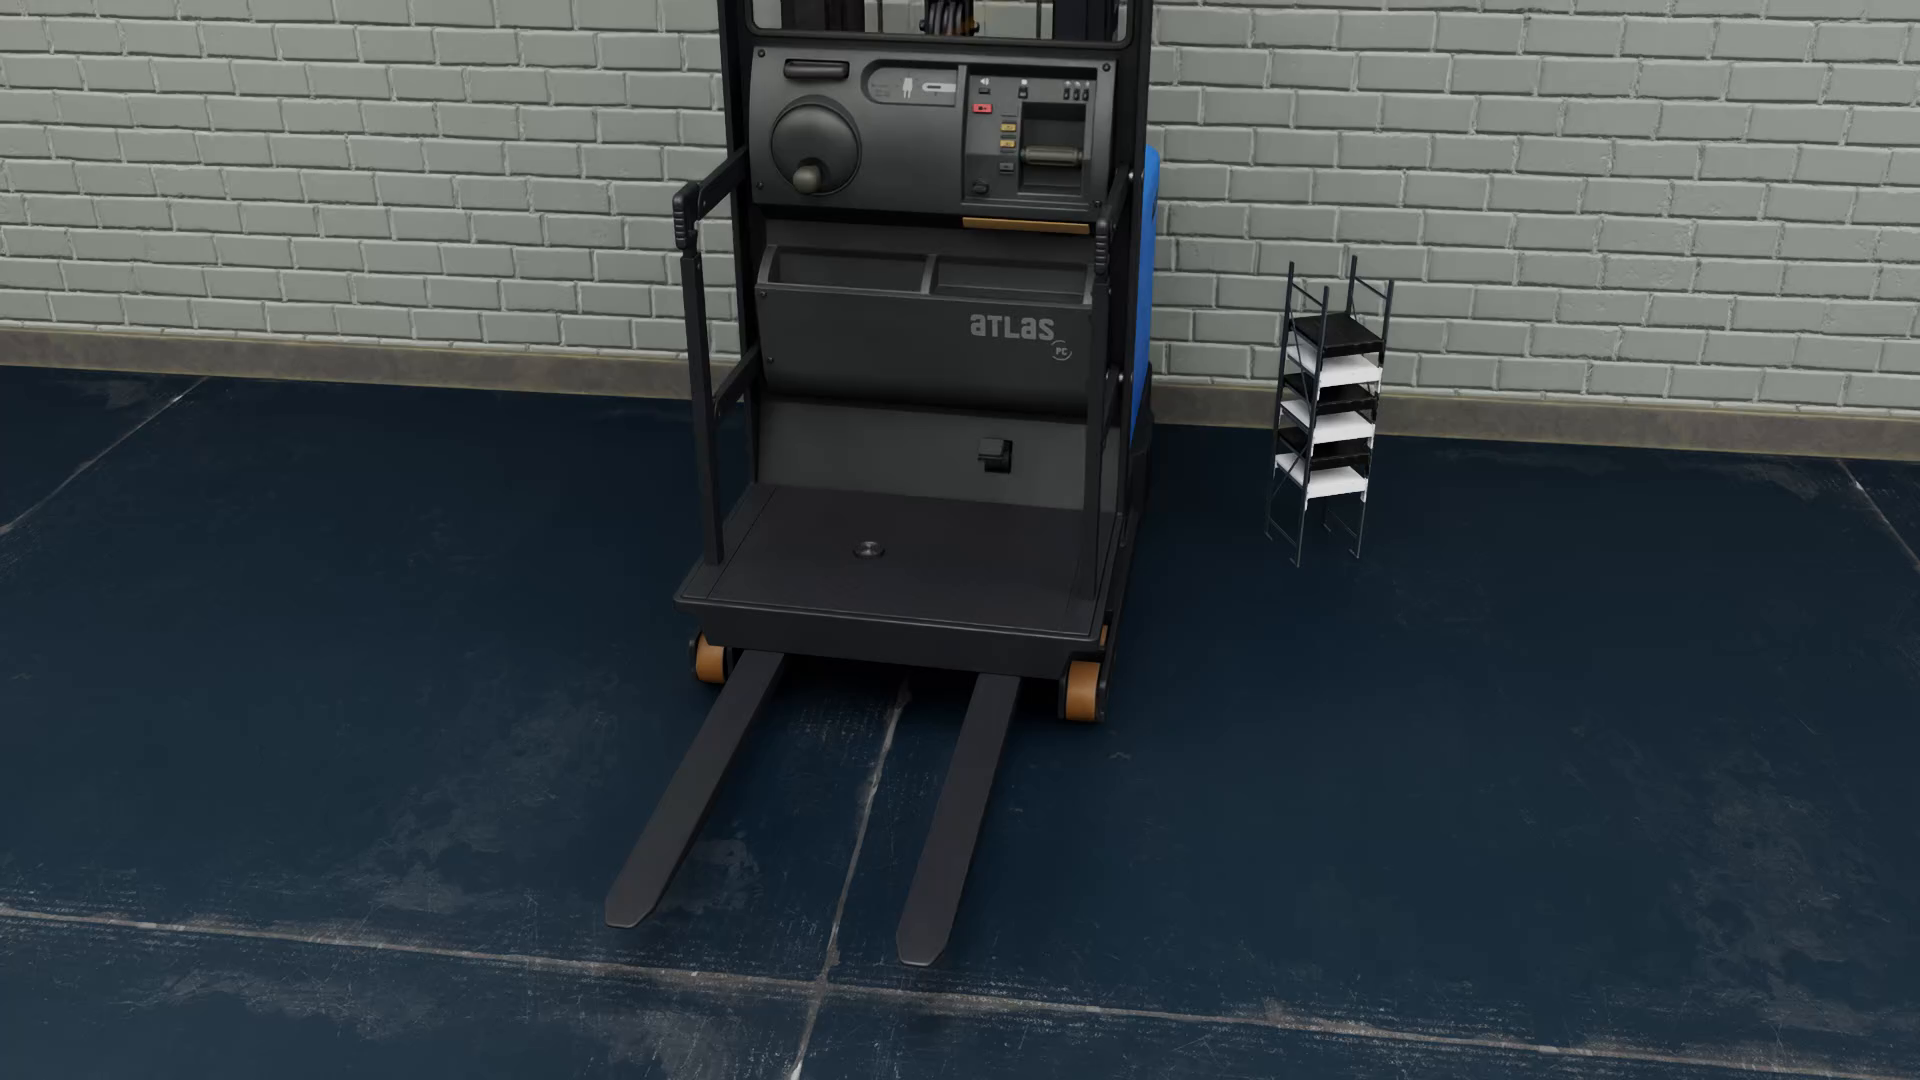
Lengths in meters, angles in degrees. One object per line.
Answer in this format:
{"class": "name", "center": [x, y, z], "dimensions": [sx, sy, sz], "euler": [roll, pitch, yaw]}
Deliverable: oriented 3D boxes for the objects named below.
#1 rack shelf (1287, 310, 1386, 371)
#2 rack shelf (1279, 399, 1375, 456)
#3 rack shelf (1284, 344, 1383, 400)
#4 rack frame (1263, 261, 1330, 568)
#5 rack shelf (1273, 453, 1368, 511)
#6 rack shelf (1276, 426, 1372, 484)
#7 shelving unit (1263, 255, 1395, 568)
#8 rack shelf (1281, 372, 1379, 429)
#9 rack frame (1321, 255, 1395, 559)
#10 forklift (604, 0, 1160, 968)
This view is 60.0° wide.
{"class": "rack shelf", "center": [1.099, -0.588, 4.893], "dimensions": [0.200, 0.077, 0.258], "euler": [-8, 29, -14]}
{"class": "rack shelf", "center": [1.099, -0.350, 5.022], "dimensions": [0.200, 0.077, 0.258], "euler": [-8, 29, -14]}
{"class": "rack shelf", "center": [1.099, -0.509, 4.936], "dimensions": [0.200, 0.077, 0.258], "euler": [-8, 29, -14]}
{"class": "rack frame", "center": [1.001, -0.366, 4.981], "dimensions": [0.006, 0.900, 0.240], "euler": [-8, 29, -14]}
{"class": "rack shelf", "center": [1.099, -0.192, 5.107], "dimensions": [0.200, 0.077, 0.258], "euler": [-8, 29, -14]}
{"class": "rack shelf", "center": [1.099, -0.271, 5.064], "dimensions": [0.200, 0.077, 0.258], "euler": [-8, 29, -14]}
{"class": "shelving unit", "center": [1.099, -0.380, 5.006], "dimensions": [0.210, 0.900, 0.258], "euler": [-8, 29, -14]}
{"class": "rack shelf", "center": [1.099, -0.429, 4.979], "dimensions": [0.200, 0.077, 0.258], "euler": [-8, 29, -14]}
{"class": "rack frame", "center": [1.197, -0.393, 5.031], "dimensions": [0.006, 0.900, 0.240], "euler": [-8, 29, -14]}
{"class": "forklift", "center": [-0.113, -0.998, 4.013], "dimensions": [1.130, 2.935, 3.031], "euler": [5, 29, 9]}
